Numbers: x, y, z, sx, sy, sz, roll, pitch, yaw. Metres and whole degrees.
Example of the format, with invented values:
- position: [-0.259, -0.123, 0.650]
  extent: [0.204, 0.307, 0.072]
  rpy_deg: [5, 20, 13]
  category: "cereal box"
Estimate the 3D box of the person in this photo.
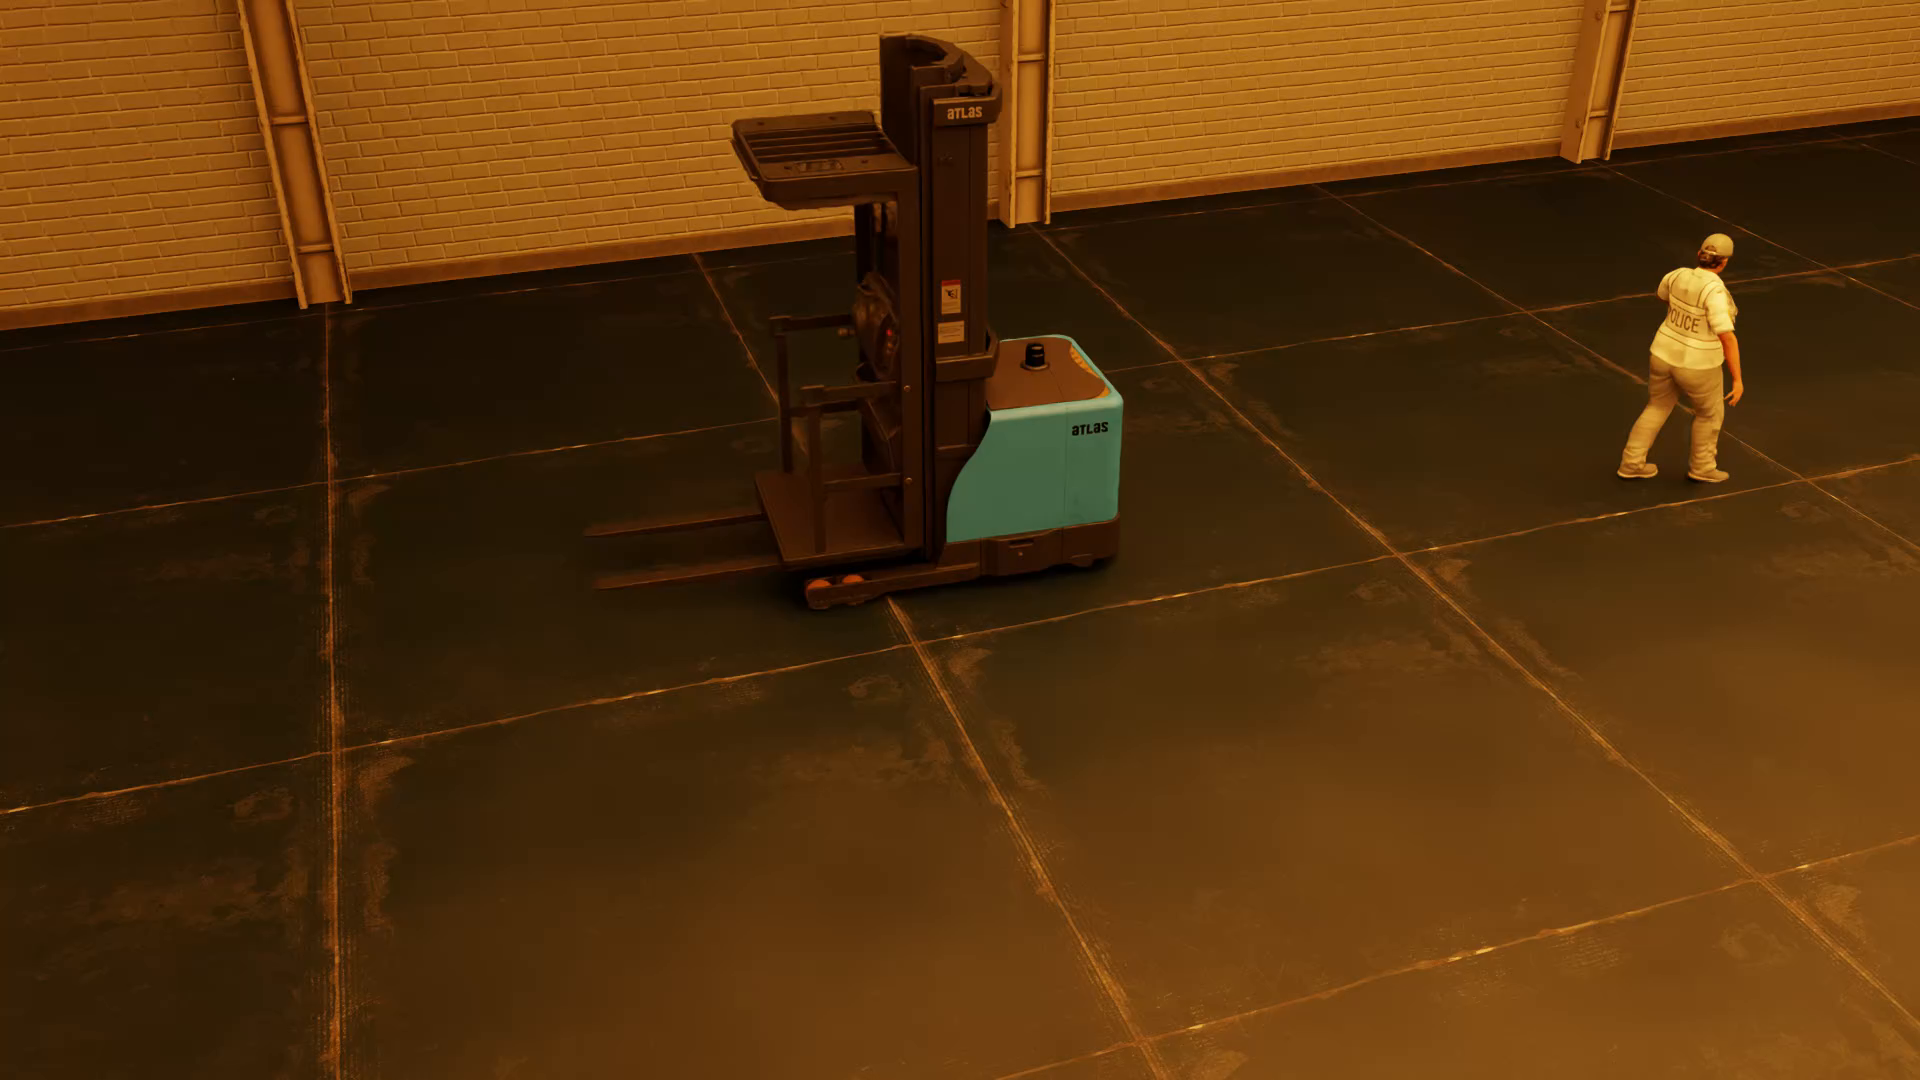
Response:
- position: [4.607, -1.100, 10.332]
  extent: [0.693, 1.653, 0.919]
  rpy_deg: [-13, 32, -21]
  category: "person"

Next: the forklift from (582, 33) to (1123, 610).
- position: [-0.648, -1.170, 9.120]
  extent: [3.031, 2.935, 1.130]
  rpy_deg: [-8, 31, -13]
  category: "forklift"
